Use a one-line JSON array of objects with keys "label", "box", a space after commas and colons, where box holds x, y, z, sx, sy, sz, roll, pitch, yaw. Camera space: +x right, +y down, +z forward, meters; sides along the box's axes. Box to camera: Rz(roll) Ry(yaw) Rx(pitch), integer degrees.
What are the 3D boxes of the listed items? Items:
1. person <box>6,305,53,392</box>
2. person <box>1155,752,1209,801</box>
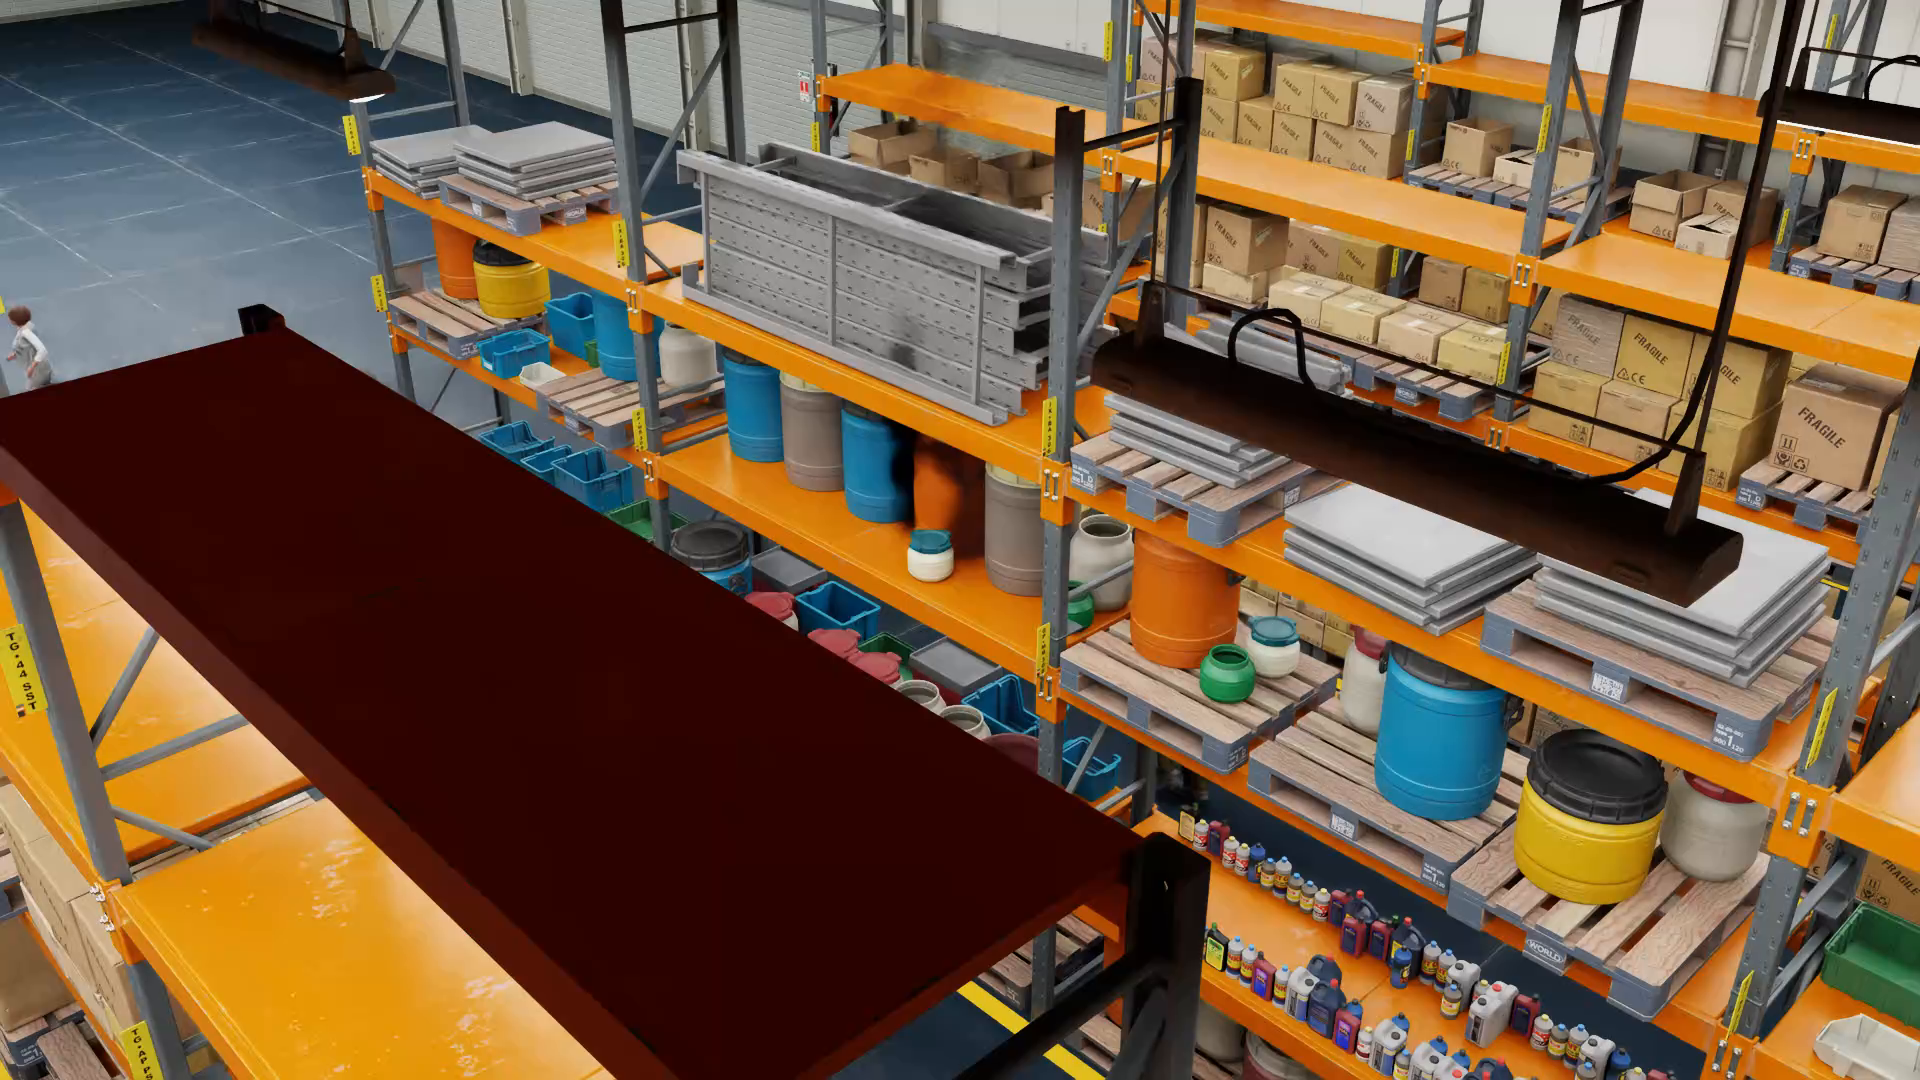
[{"label": "person", "box": [-10.315, -1.879, 18.680, 0.766, 1.611, 0.563, -10, 30, -18]}, {"label": "person", "box": [1.645, 1.190, 12.791, 0.681, 1.796, 0.774, -25, 37, -38]}]
